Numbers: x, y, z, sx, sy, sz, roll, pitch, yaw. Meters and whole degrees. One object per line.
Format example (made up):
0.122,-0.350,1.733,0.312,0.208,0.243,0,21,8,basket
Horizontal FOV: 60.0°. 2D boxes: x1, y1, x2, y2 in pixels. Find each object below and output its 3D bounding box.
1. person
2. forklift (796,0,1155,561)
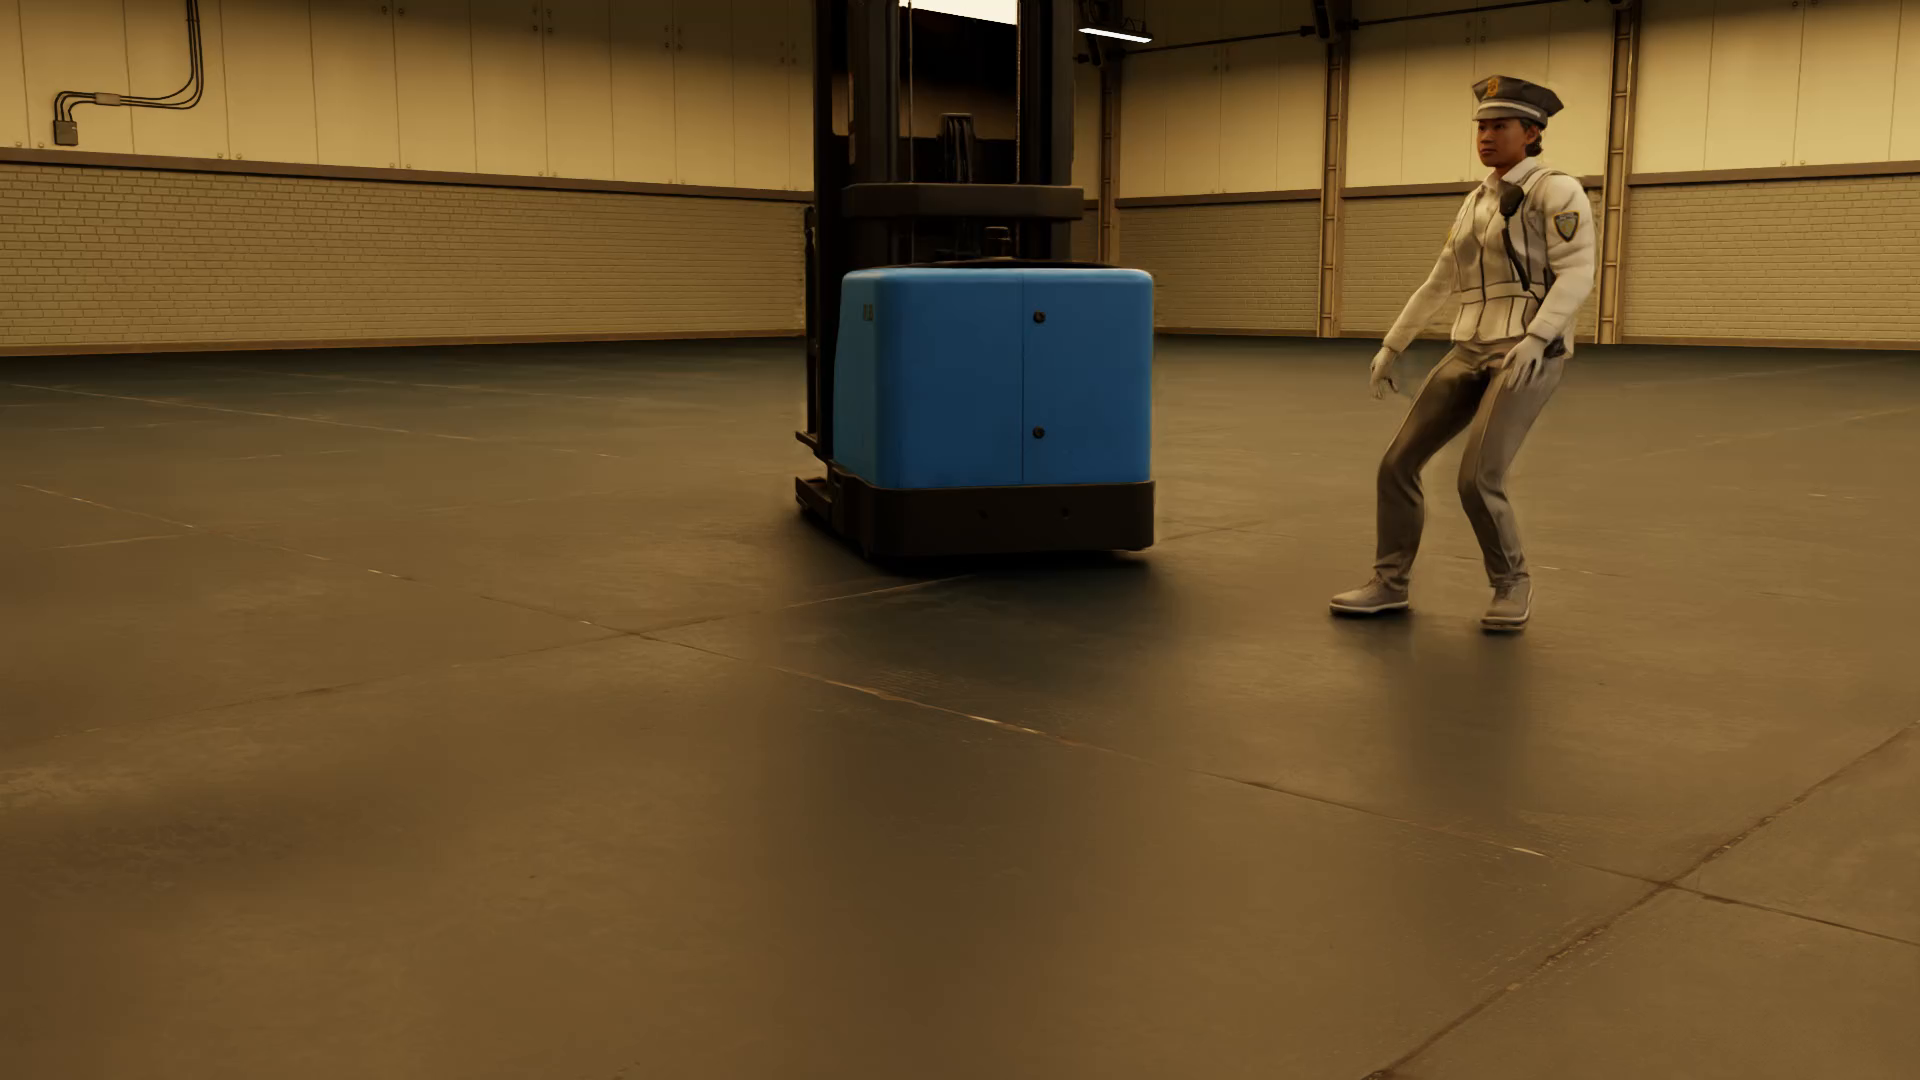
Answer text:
1.498,-0.556,4.955,0.558,1.613,0.682,-4,9,-25,person
-0.122,-1.552,7.182,1.130,2.935,3.031,-2,9,-13,forklift
